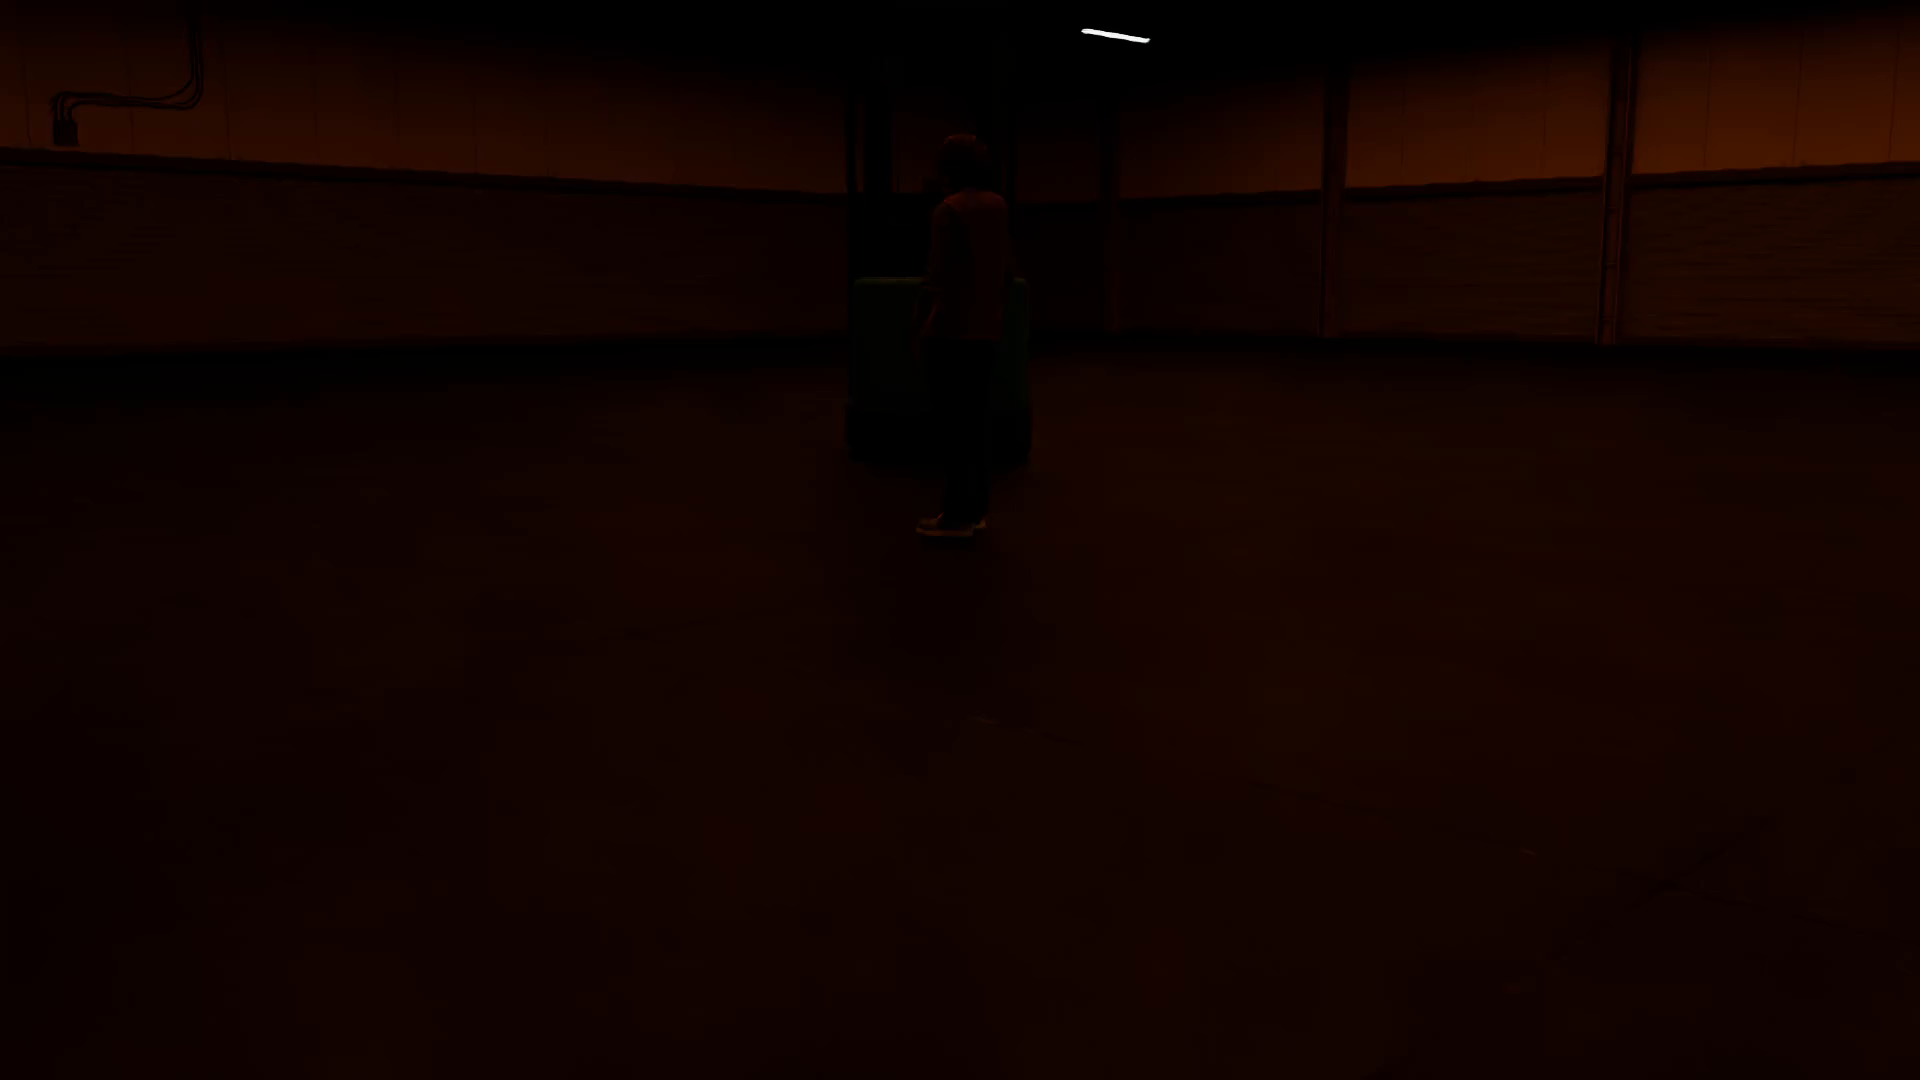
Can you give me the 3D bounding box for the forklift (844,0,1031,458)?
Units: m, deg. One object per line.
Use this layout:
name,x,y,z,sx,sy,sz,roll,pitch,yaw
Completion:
forklift,-0.209,-2.127,11.003,1.130,2.935,3.031,-1,9,-4

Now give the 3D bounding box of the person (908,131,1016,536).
person,-0.044,-0.806,6.658,0.474,1.597,0.520,8,12,43
